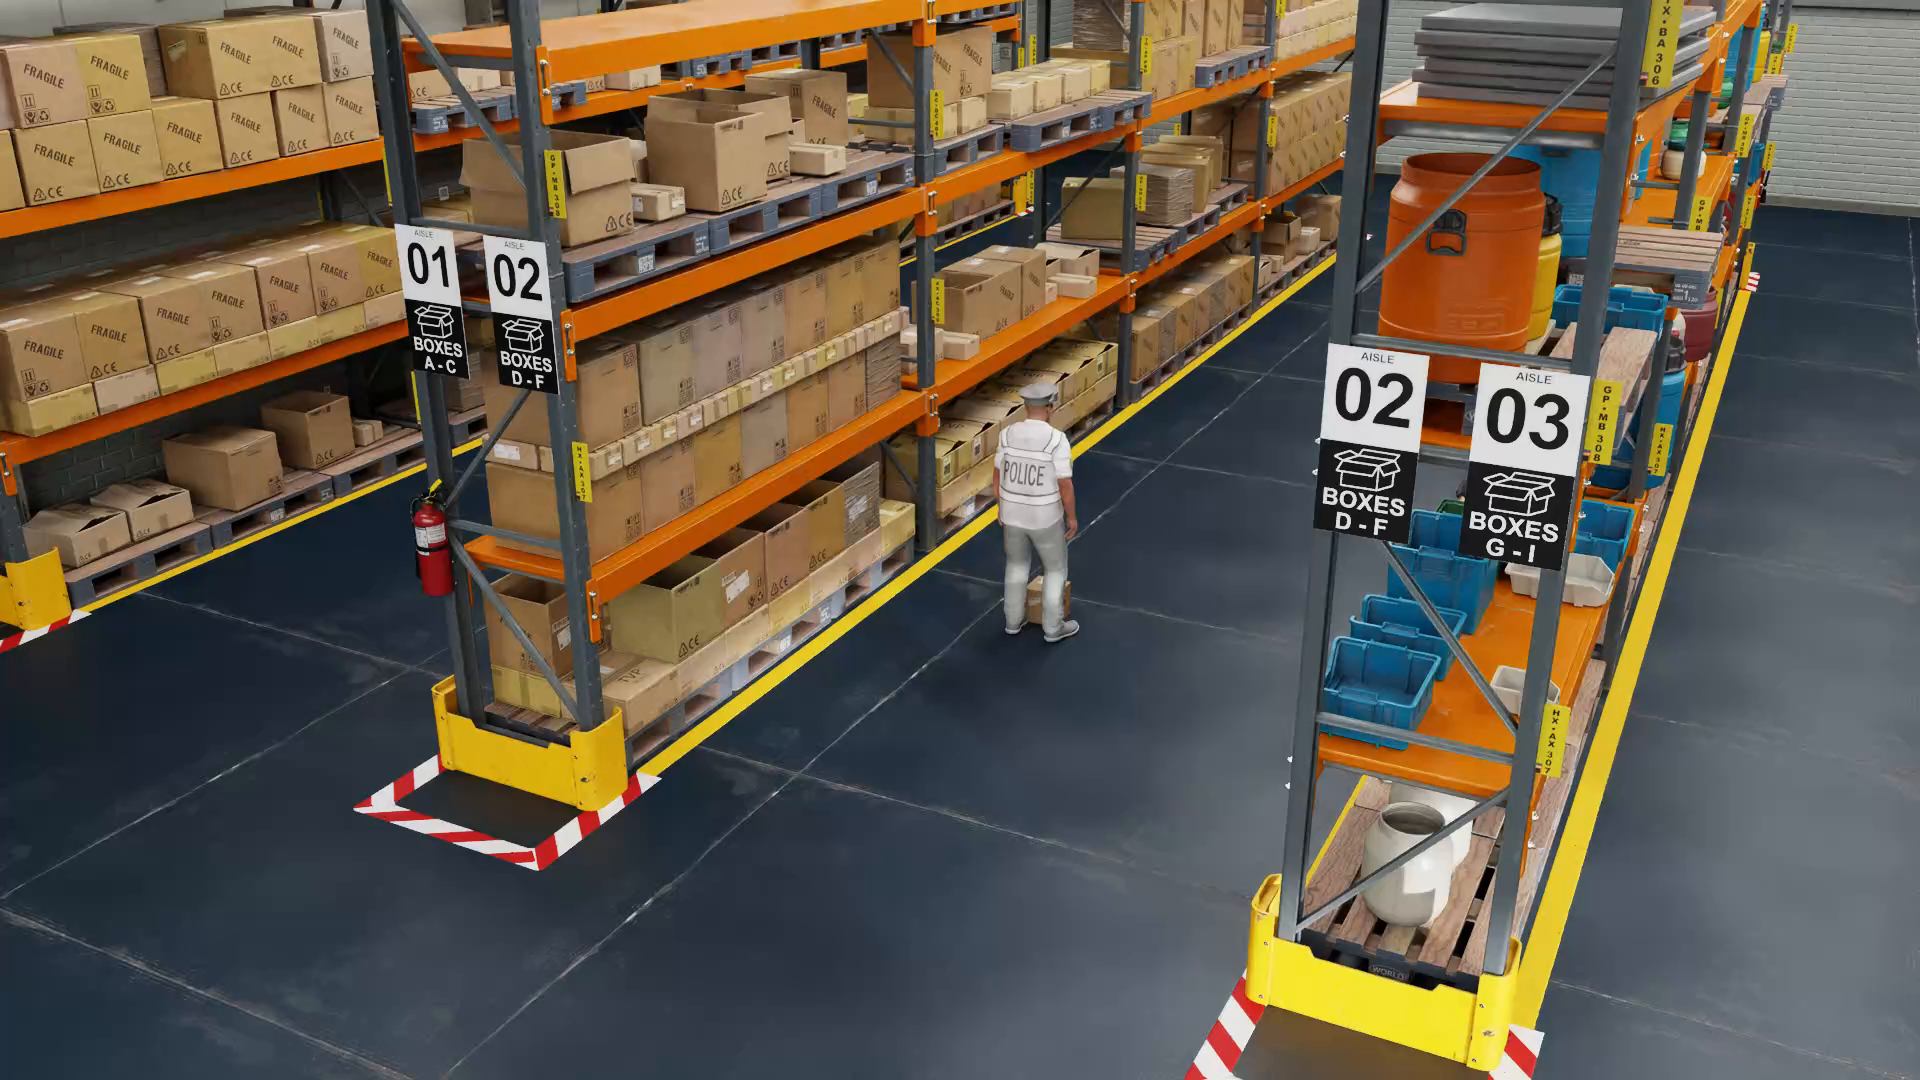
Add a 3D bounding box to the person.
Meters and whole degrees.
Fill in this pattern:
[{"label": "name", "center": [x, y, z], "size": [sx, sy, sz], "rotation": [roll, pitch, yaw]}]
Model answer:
[{"label": "person", "center": [0.495, -0.170, 11.148], "size": [0.584, 1.748, 0.433], "rotation": [11, 25, 25]}]
